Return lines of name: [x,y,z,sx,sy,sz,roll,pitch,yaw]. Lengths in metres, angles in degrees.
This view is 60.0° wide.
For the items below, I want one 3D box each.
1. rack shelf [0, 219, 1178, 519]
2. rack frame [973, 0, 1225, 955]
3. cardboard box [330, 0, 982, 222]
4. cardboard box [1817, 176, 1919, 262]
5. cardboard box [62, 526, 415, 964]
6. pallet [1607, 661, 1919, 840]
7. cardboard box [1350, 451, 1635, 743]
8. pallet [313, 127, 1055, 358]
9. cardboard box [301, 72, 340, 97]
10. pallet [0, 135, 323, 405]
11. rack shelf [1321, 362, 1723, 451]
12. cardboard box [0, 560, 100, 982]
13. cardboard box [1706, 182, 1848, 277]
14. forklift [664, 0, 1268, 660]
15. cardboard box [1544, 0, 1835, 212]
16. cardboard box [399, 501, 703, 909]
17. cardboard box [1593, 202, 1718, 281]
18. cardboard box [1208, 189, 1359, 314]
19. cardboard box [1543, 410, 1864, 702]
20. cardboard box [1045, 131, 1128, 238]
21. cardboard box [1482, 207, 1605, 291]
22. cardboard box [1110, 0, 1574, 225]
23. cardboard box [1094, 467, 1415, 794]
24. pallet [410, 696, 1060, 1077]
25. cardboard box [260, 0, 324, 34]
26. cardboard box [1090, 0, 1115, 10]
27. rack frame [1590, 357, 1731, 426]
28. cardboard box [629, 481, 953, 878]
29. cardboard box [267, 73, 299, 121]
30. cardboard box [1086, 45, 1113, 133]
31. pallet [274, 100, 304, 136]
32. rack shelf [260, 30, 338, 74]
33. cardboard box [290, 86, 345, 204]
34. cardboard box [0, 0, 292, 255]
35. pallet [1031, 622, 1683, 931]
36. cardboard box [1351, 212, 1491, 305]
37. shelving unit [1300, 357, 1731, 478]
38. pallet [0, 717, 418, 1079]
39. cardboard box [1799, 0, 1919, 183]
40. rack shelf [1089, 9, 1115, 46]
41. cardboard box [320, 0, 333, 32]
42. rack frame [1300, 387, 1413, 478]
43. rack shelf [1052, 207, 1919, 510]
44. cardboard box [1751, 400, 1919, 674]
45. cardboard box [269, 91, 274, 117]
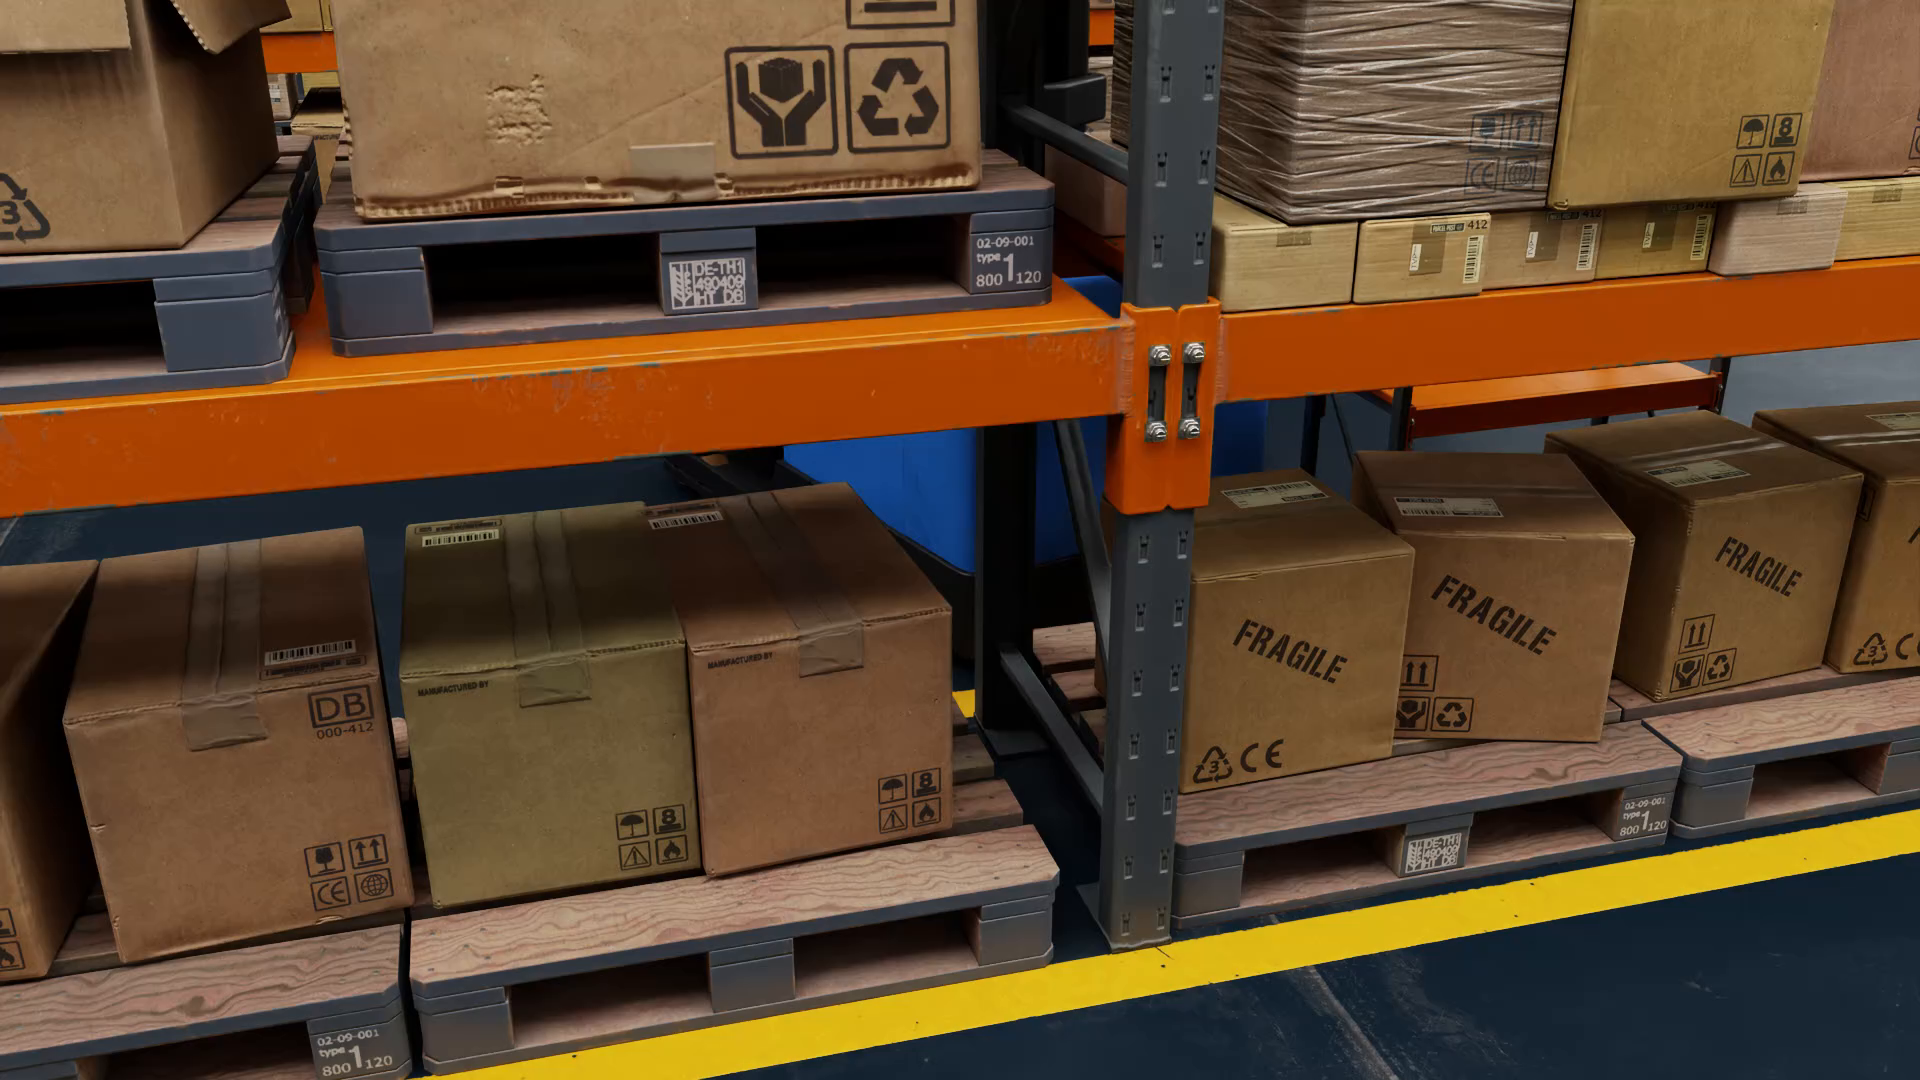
rack shelf: [-1.696,-0.203,2.832,4.000,0.370,1.077,-6,24,-14]
rack frame: [0.230,-0.747,3.186,0.127,3.000,1.000,-6,24,-14]
cardboard box: [-0.573,-1.184,2.912,1.000,1.000,1.000,-6,24,-14]
cardboard box: [1.715,-0.682,3.355,0.250,0.149,0.380,-6,24,-14]
cardboard box: [-1.370,0.360,3.218,0.500,0.500,0.700,-8,25,-19]
pallet: [2.044,0.318,4.240,1.213,0.211,1.003,-6,24,-14]
cardboard box: [1.175,0.118,3.809,0.500,0.500,0.500,1,23,3]
pallet: [-0.546,-0.632,3.163,1.213,0.211,1.003,-6,24,-14]
cardboard box: [-4.312,-3.285,11.902,0.625,0.372,0.950,-6,24,-13]
pallet: [-1.727,-0.459,2.759,1.213,0.211,1.003,-6,24,-14]
rack shelf: [1.587,-0.421,4.784,1.000,0.185,0.538,-7,24,-16]
cardboard box: [-1.907,0.420,3.079,0.500,0.500,0.700,-4,24,-10]
cardboard box: [1.485,-0.640,3.256,0.250,0.149,0.380,-6,24,-14]
forklift: [-0.356,-1.561,5.170,1.130,2.935,3.031,-15,27,-31]
cardboard box: [1.171,-0.994,3.258,0.500,0.500,0.875,-6,24,-14]
cardboard box: [-0.832,0.301,3.357,0.500,0.500,0.700,-6,24,-15]
cardboard box: [1.234,-0.629,3.230,0.250,0.149,0.380,-6,24,-14]
cardboard box: [0.518,-0.540,3.023,0.250,0.149,0.380,-6,24,-14]
cardboard box: [1.752,0.022,4.033,0.500,0.500,0.500,-9,25,-19]
cardboard box: [0.357,-0.766,3.549,0.250,0.149,0.380,-6,24,-14]
cardboard box: [0.995,-0.599,3.160,0.250,0.149,0.380,-6,24,-14]
cardboard box: [0.680,-0.954,3.165,0.500,0.500,0.875,-6,24,-14]
cardboard box: [0.626,0.182,3.660,0.500,0.500,0.500,-7,24,-16]
pallet: [-0.520,0.618,3.541,1.213,0.211,1.003,-6,24,-14]
cardboard box: [-2.904,-2.367,6.835,0.500,0.500,0.500,-7,24,-15]
cardboard box: [0.414,-2.833,7.859,0.550,0.550,0.875,-6,24,-14]
rack frame: [2.072,-0.646,4.854,0.032,1.500,0.500,-7,24,-16]
cardboard box: [-0.367,0.257,3.459,0.500,0.500,0.700,-8,25,-18]
cardboard box: [-5.044,-3.206,11.719,0.625,0.372,0.950,-7,24,-15]
cardboard box: [0.478,-1.995,8.257,0.875,0.875,0.875,-6,24,-14]
pallet: [-4.373,-3.013,12.004,1.213,0.211,1.003,-6,24,-14]
rack shelf: [-2.938,-2.097,7.245,4.000,0.370,1.077,-6,24,-14]
cardboard box: [-2.516,-1.598,7.491,0.750,0.750,1.050,-6,24,-14]
cardboard box: [-1.414,-0.767,2.571,0.637,0.503,0.797,-4,24,-9]
pallet: [0.867,0.450,3.934,1.213,0.211,1.003,-6,24,-14]
cardboard box: [0.762,-0.562,3.073,0.250,0.149,0.380,-6,24,-14]
shelving unit: [1.579,-0.585,4.711,1.083,1.500,0.587,-7,24,-16]
pallet: [-1.696,0.750,3.235,1.213,0.211,1.003,-6,24,-14]
cardboard box: [1.625,-1.085,3.471,0.500,0.500,0.875,-6,24,-14]
rack shelf: [0.913,-2.523,8.238,4.000,0.370,1.077,-6,24,-14]
cardboard box: [-2.416,-2.422,6.963,0.500,0.500,0.500,-6,24,-14]
rack frame: [1.102,-0.526,4.573,0.032,1.500,0.500,-7,24,-16]
rack shelf: [2.155,-0.629,3.825,4.000,0.370,1.077,-6,24,-14]
cardboard box: [2.301,-0.021,4.132,0.500,0.500,0.500,-4,24,-9]
cardboard box: [-3.413,-1.499,7.259,0.750,0.750,1.050,-6,24,-14]
